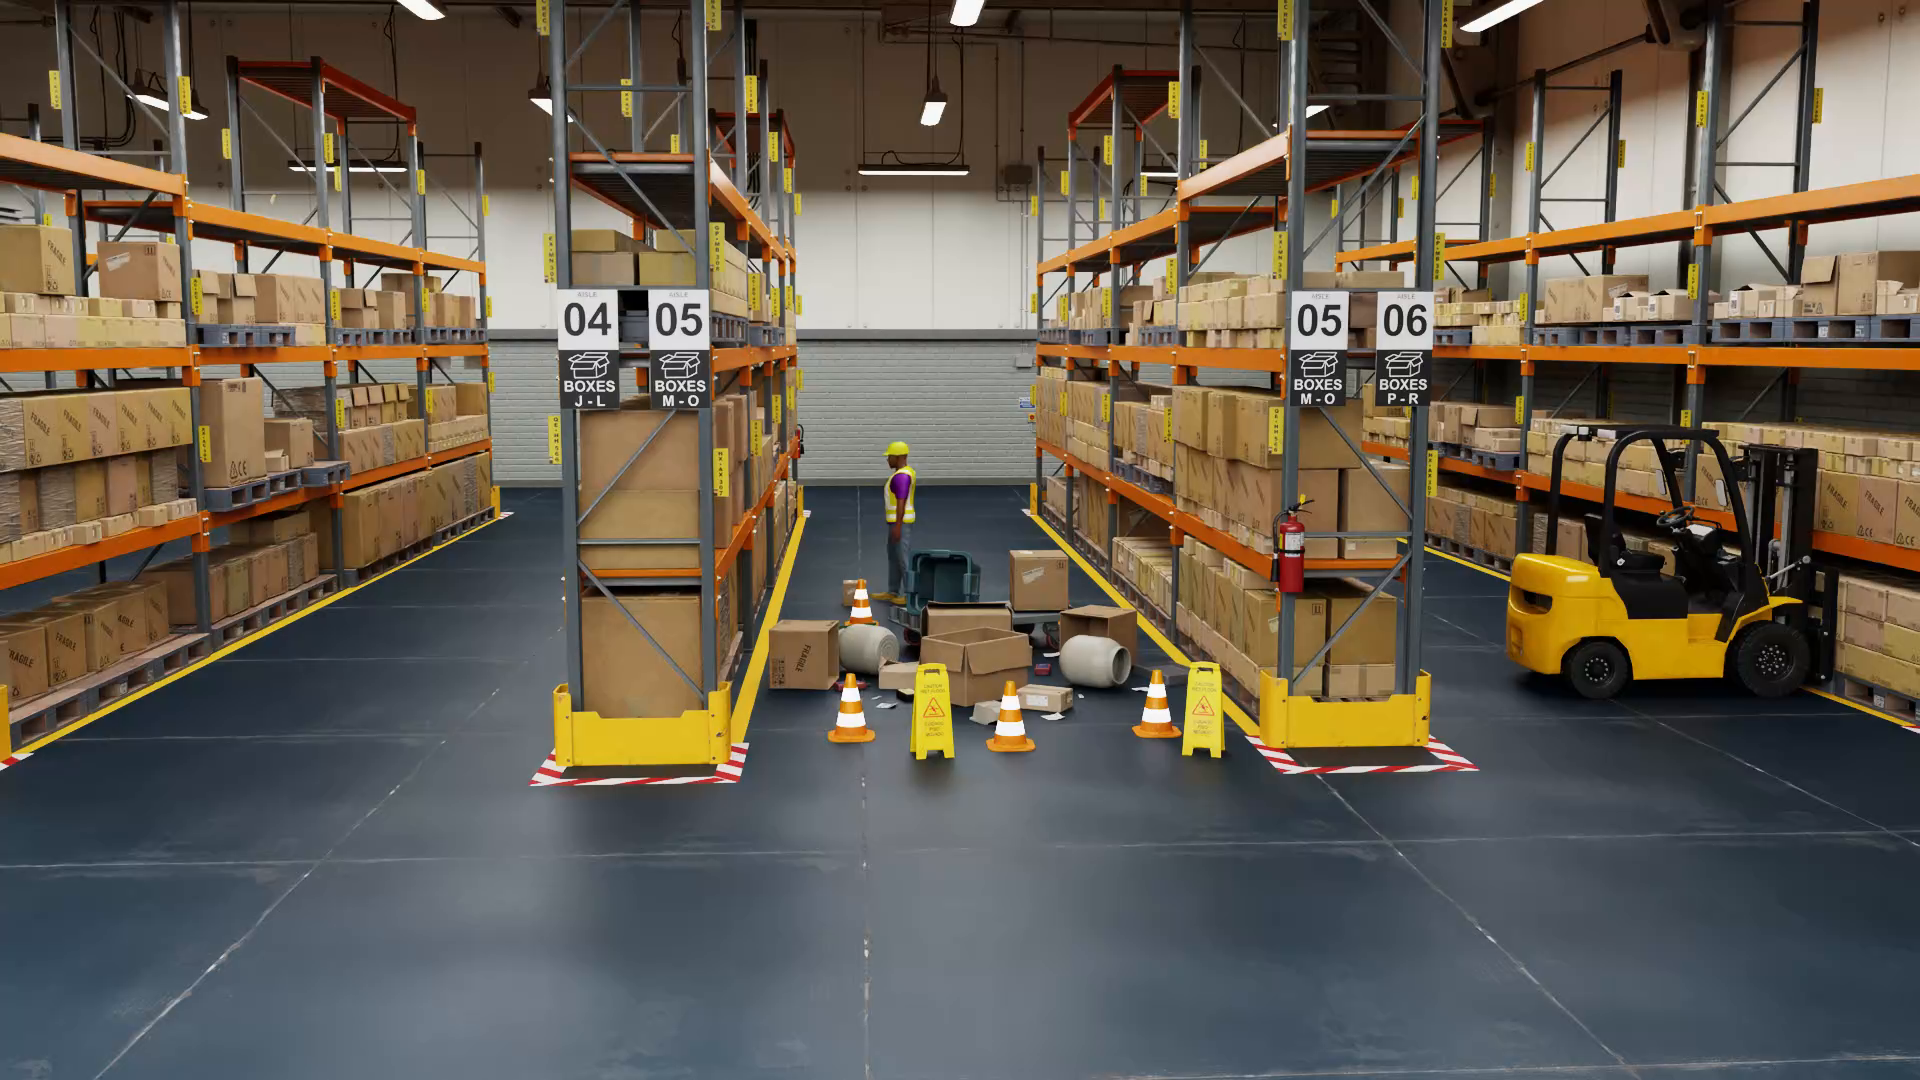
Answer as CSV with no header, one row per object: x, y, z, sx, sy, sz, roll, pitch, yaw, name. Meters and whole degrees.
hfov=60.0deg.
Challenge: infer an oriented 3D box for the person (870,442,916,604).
-0.714,-0.185,18.125,0.570,1.774,0.600,0,7,2,person
